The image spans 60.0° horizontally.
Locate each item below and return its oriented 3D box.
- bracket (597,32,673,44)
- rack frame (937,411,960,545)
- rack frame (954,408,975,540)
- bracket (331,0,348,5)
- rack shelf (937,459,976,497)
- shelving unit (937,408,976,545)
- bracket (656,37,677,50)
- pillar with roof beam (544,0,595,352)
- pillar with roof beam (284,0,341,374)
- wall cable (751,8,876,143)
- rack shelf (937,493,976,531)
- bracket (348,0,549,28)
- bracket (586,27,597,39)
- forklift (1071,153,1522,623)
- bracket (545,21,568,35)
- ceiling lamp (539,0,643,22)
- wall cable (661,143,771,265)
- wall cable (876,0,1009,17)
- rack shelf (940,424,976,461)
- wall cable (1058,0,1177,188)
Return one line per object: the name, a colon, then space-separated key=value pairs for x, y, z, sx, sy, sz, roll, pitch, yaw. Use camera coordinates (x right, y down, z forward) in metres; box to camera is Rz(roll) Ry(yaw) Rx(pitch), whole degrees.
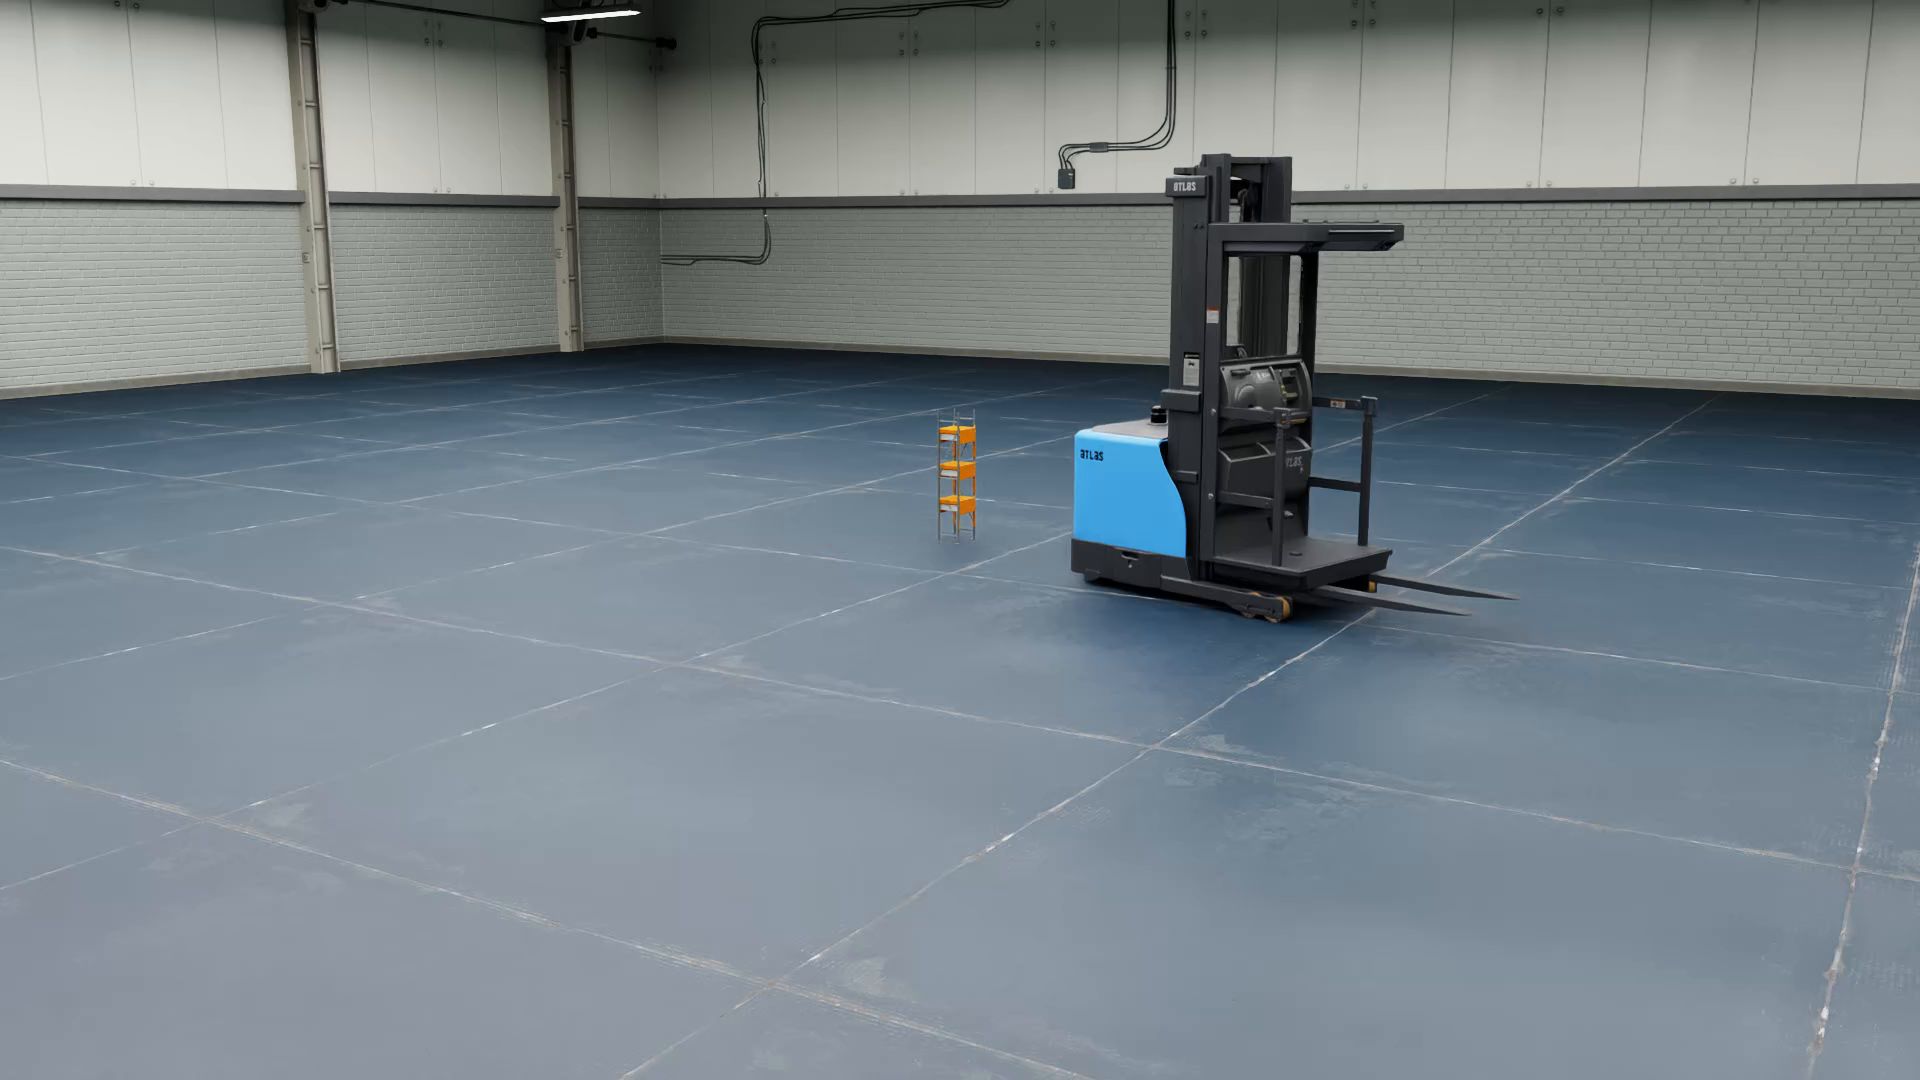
bracket: x=-6.500 y=-10.370 z=34.522 sx=0.076 sy=0.066 sz=3.189 roll=6 pitch=12 yaw=31
rack frame: x=-0.091 y=-0.488 z=13.125 sx=0.200 sy=1.050 sz=0.008 roll=6 pitch=12 yaw=31
rack frame: x=0.036 y=-0.527 z=13.330 sx=0.200 sy=1.050 sz=0.008 roll=6 pitch=12 yaw=31
bracket: x=-10.539 y=-9.146 z=27.987 sx=0.235 sy=0.232 sz=0.430 roll=6 pitch=12 yaw=31
rack shelf: x=-0.028 y=-0.497 z=13.229 sx=0.215 sy=0.259 sz=0.240 roll=6 pitch=12 yaw=31
shelving unit: x=-0.028 y=-0.508 z=13.227 sx=0.215 sy=1.050 sz=0.252 roll=6 pitch=12 yaw=31
bracket: x=-6.193 y=-10.463 z=35.018 sx=0.235 sy=0.232 sz=0.430 roll=6 pitch=12 yaw=31
pillar with roof beam: x=-4.263 y=-7.878 z=30.994 sx=9.100 sy=9.000 sz=0.548 roll=6 pitch=12 yaw=31
pillar with roof beam: x=-7.378 y=-6.934 z=25.954 sx=9.100 sy=9.000 sz=0.548 roll=6 pitch=12 yaw=31
wall cable: x=-2.971 y=-9.324 z=33.432 sx=3.097 sy=2.526 sz=0.112 roll=6 pitch=12 yaw=31
rack shelf: x=-0.028 y=-0.224 z=13.280 sx=0.215 sy=0.259 sz=0.240 roll=6 pitch=12 yaw=31
bracket: x=-9.192 y=-9.554 z=30.166 sx=0.076 sy=0.066 sz=4.783 roll=6 pitch=12 yaw=31
bracket: x=-7.424 y=-10.090 z=33.028 sx=0.235 sy=0.232 sz=0.430 roll=6 pitch=12 yaw=31
forklift: x=2.176 y=-1.022 z=10.864 sx=1.130 sy=2.935 sz=3.031 roll=-10 pitch=15 yaw=-43
bracket: x=-7.854 y=-9.959 z=32.330 sx=0.235 sy=0.232 sz=0.430 roll=6 pitch=12 yaw=31
ceiling lamp: x=-5.889 y=-10.097 z=26.984 sx=2.000 sy=3.185 sz=0.800 roll=6 pitch=12 yaw=31
wall cable: x=-5.283 y=-7.100 z=35.277 sx=3.097 sy=2.526 sz=0.112 roll=6 pitch=12 yaw=31
wall cable: x=-0.326 y=-11.264 z=31.434 sx=3.097 sy=2.526 sz=0.112 roll=6 pitch=12 yaw=31
rack shelf: x=-0.028 y=-0.776 z=13.177 sx=0.215 sy=0.259 sz=0.240 roll=6 pitch=12 yaw=31
wall cable: x=2.823 y=-9.388 z=29.820 sx=2.305 sy=6.003 sz=0.169 roll=6 pitch=12 yaw=31
